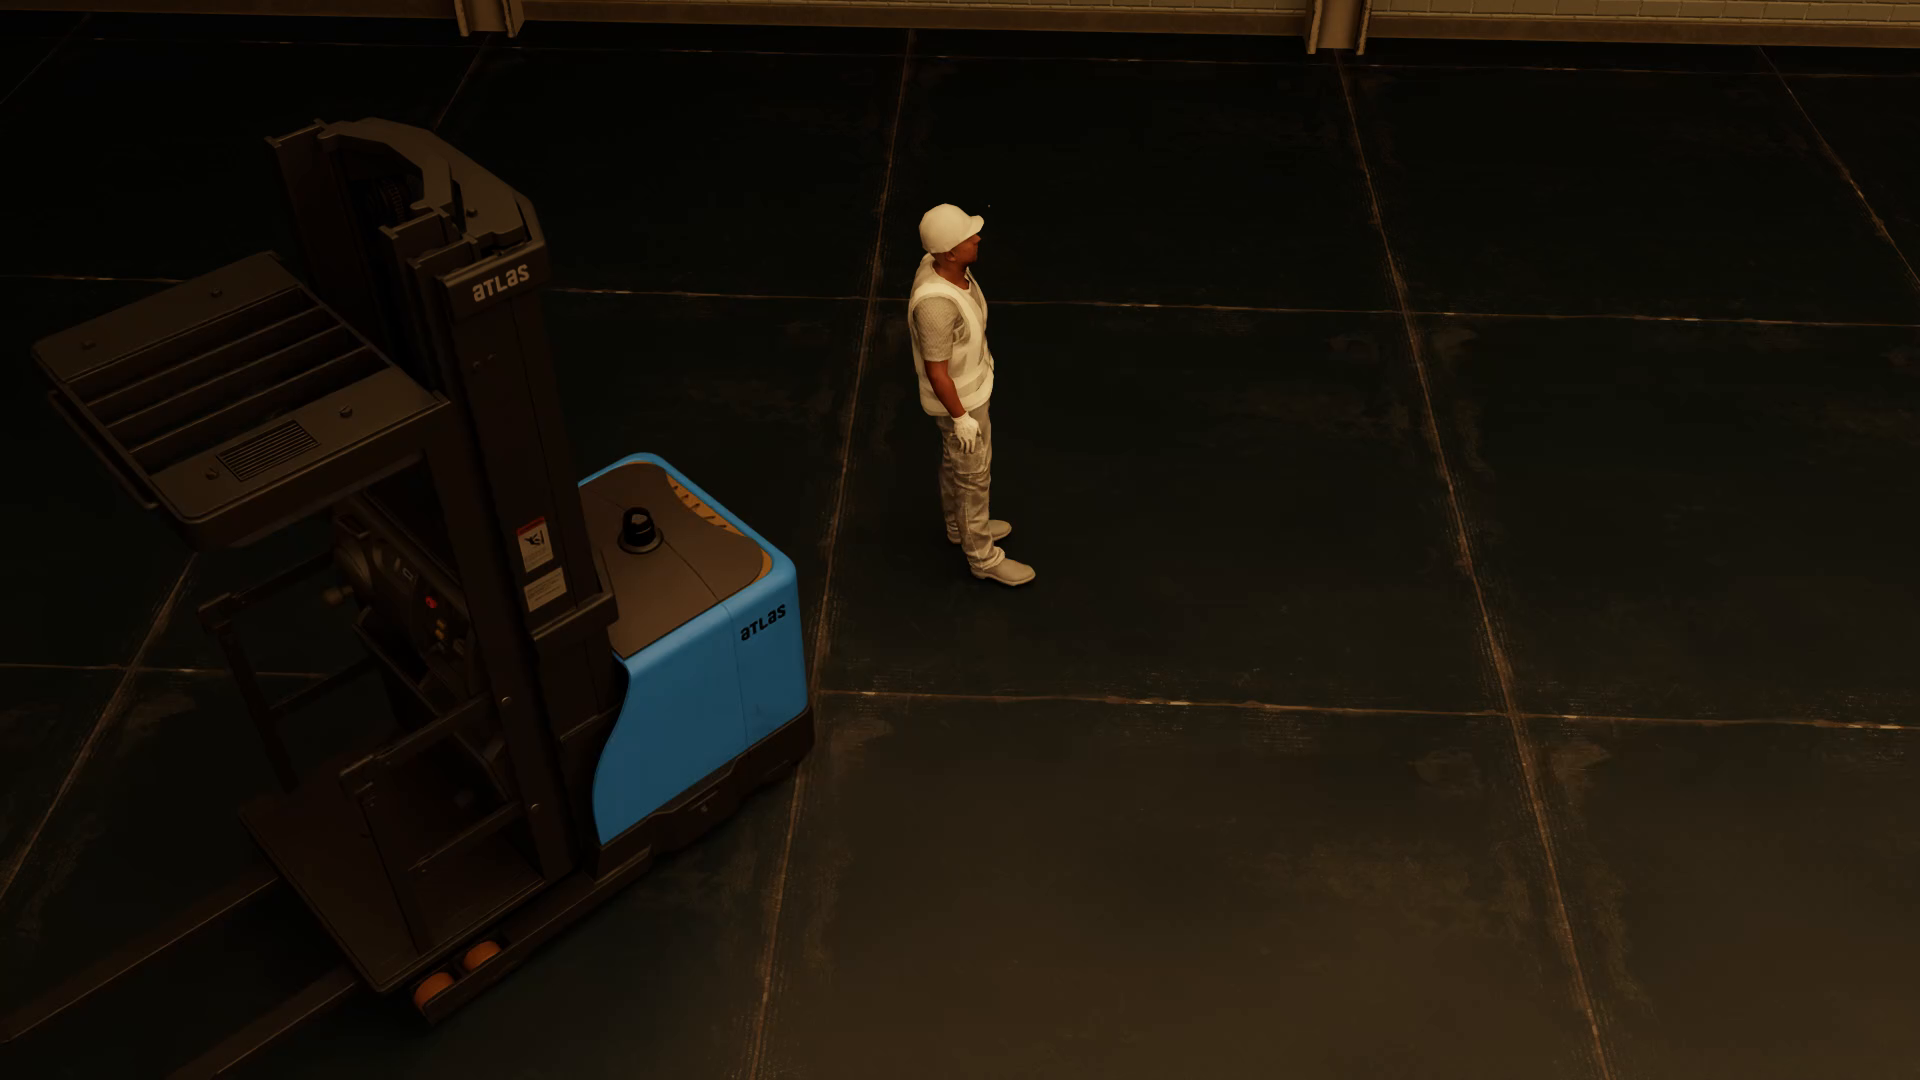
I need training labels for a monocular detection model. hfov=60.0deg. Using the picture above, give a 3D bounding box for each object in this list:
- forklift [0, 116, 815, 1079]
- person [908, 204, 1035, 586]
[{"bbox_3d":[-2.018,0.248,5.471,3.031,2.935,1.130,-32,51,-30],"label":"forklift"},{"bbox_3d":[0.072,-0.656,7.302,0.575,1.784,0.656,2,42,2],"label":"person"}]
